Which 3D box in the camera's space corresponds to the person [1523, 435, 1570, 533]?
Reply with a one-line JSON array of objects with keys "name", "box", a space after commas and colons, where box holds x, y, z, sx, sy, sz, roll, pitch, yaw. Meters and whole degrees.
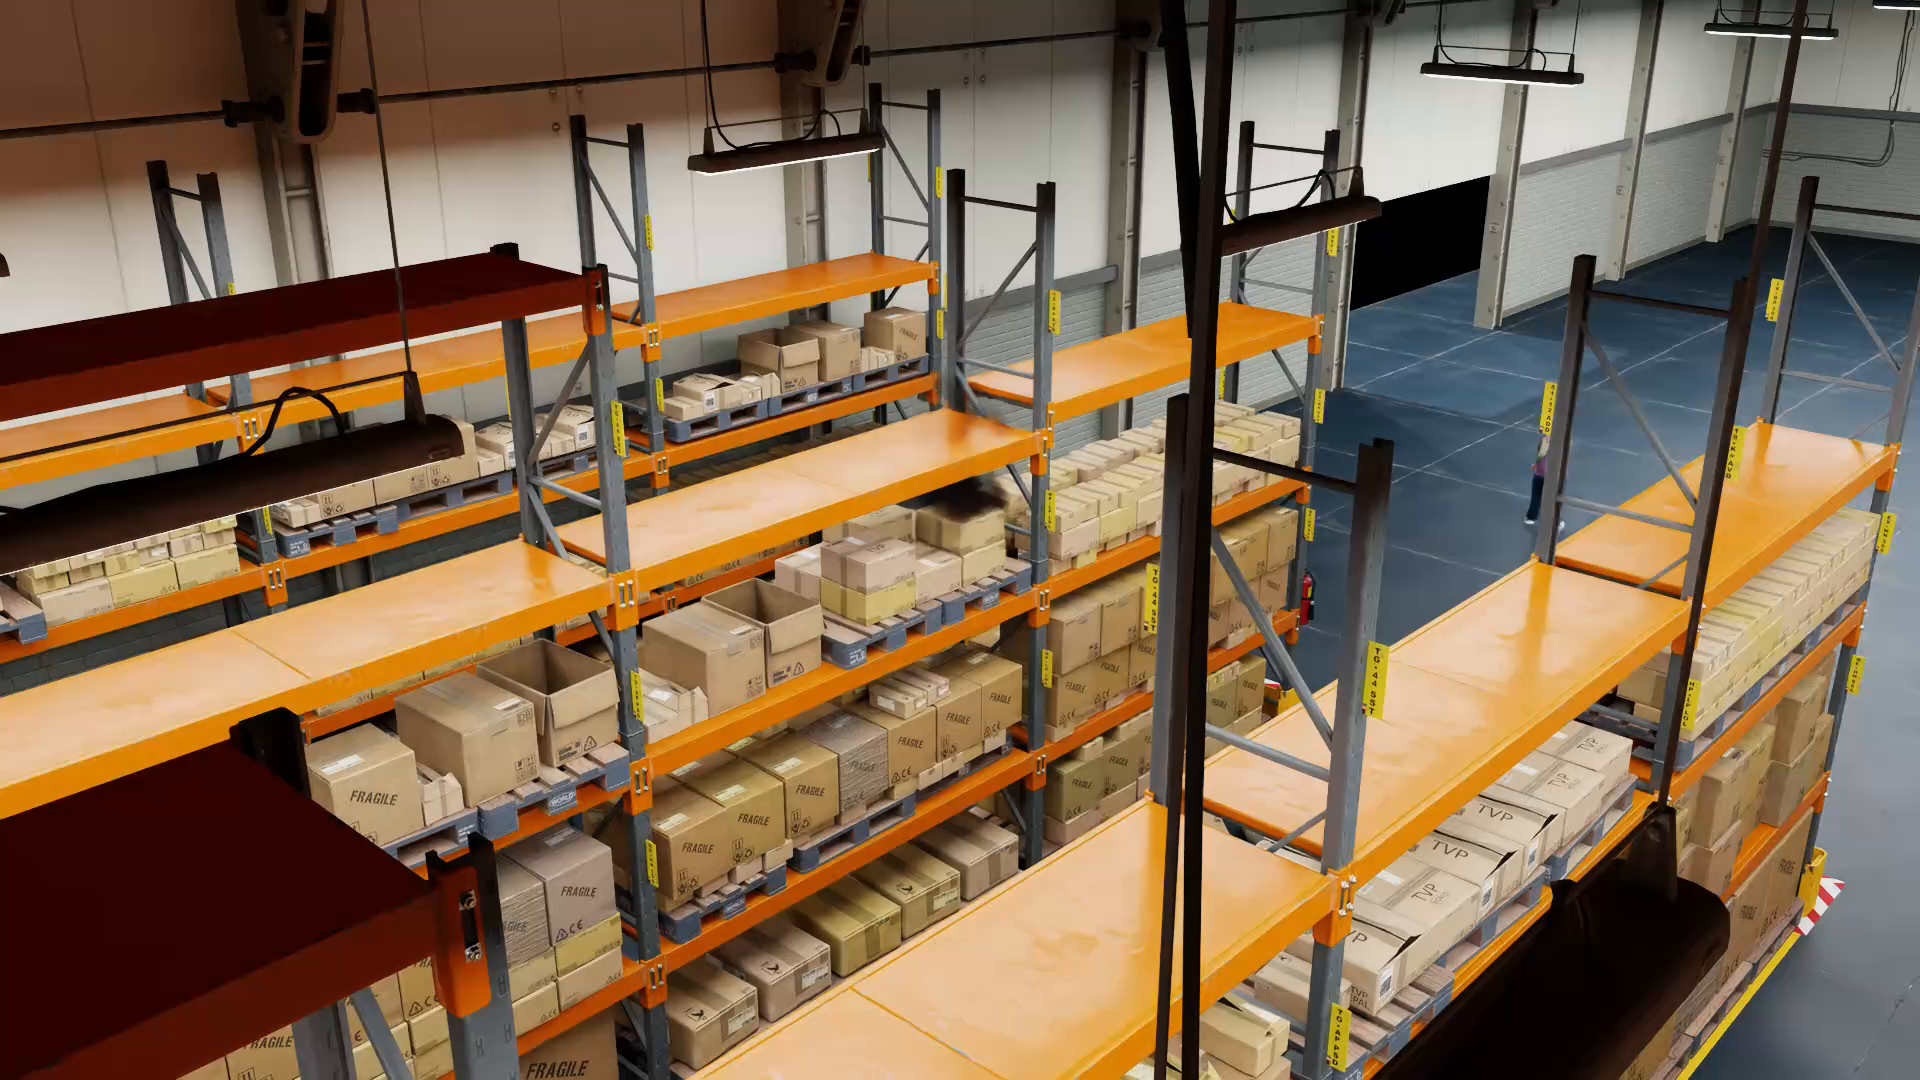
[{"name": "person", "box": [7.783, -0.850, 21.988, 0.539, 1.559, 0.895, -2, 21, -6]}]
